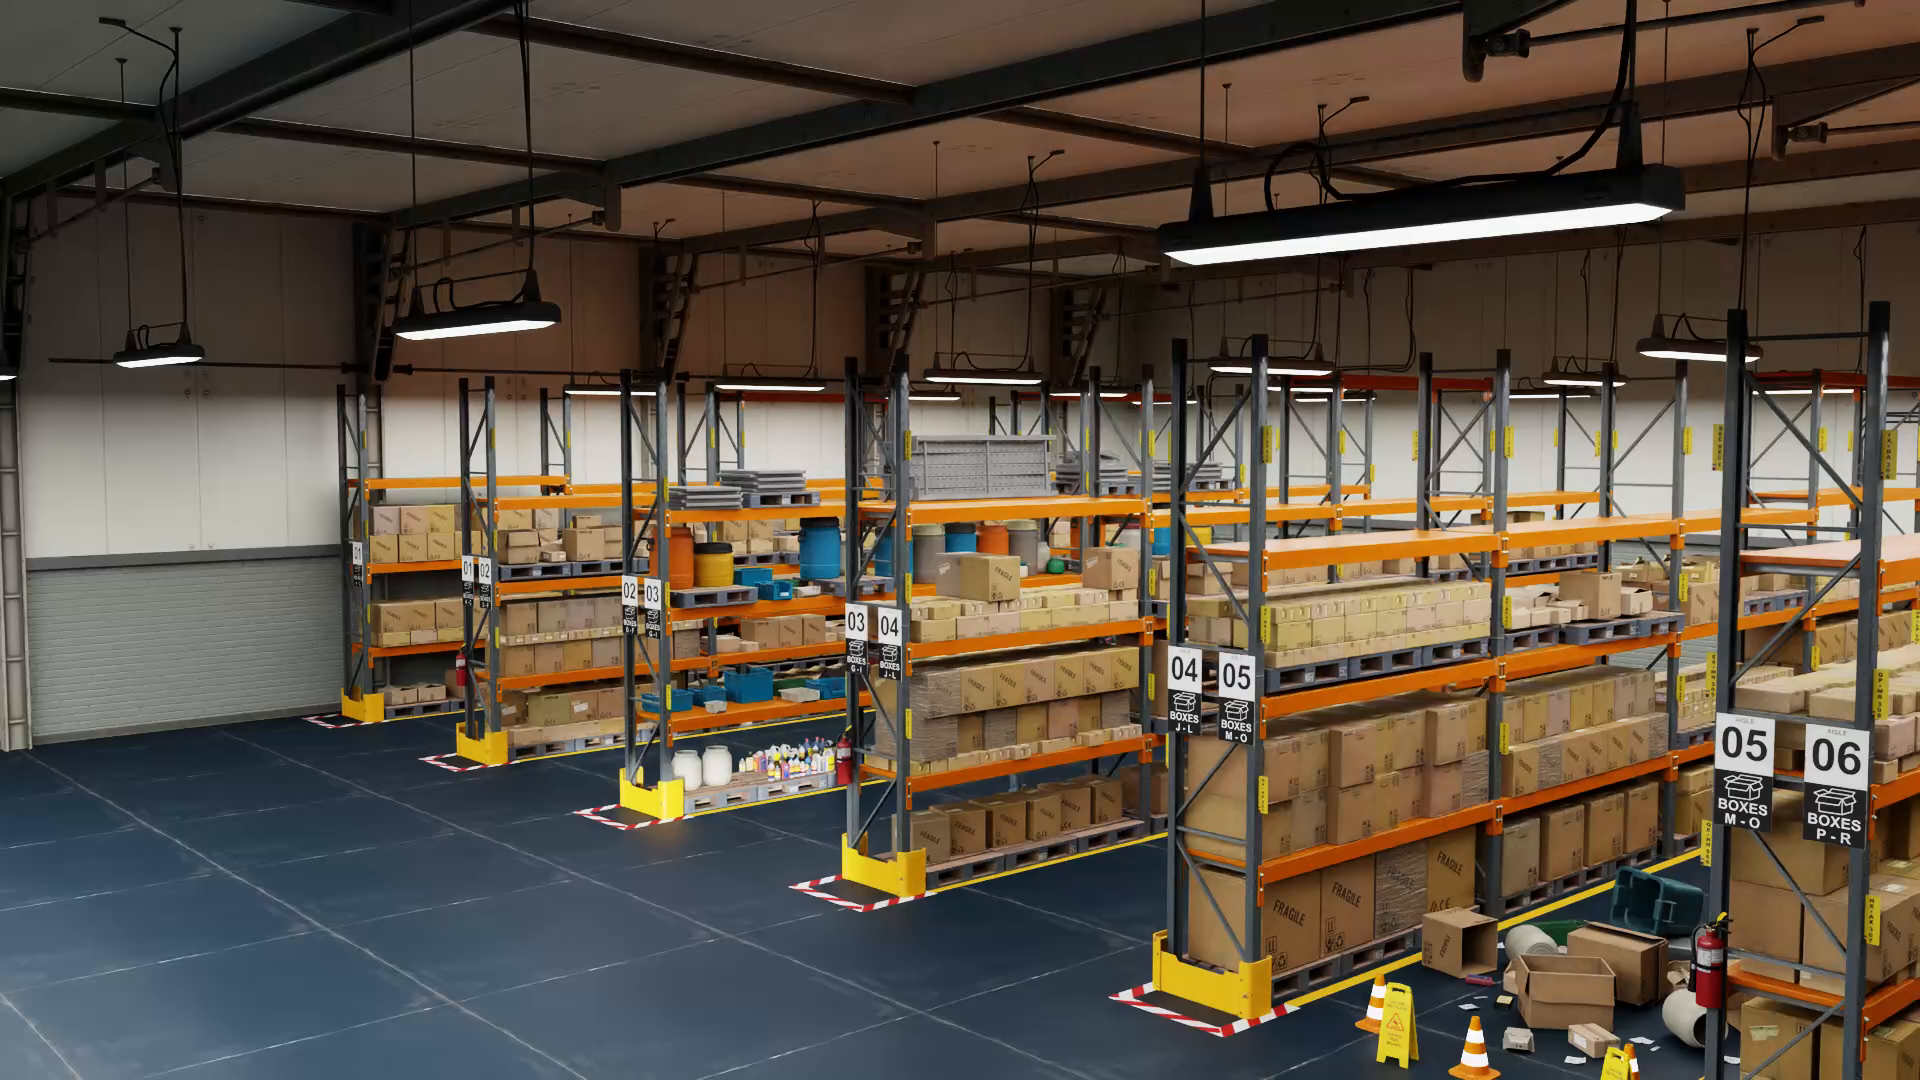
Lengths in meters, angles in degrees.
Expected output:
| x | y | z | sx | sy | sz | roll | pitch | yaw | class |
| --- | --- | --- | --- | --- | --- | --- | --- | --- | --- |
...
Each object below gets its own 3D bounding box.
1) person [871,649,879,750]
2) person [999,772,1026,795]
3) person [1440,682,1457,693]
| x | y | z | sx | sy | sz | roll | pitch | yaw | class |
| --- | --- | --- | --- | --- | --- | --- | --- | --- | --- |
| -1.194 | 2.548 | 26.929 | 0.501 | 1.688 | 0.393 | -2 | 4 | -29 | person |
| 0.775 | 2.743 | 23.451 | 0.380 | 1.801 | 0.728 | 3 | 5 | 39 | person |
| 6.728 | 2.755 | 23.223 | 0.501 | 1.800 | 0.568 | 1 | 4 | 14 | person |
